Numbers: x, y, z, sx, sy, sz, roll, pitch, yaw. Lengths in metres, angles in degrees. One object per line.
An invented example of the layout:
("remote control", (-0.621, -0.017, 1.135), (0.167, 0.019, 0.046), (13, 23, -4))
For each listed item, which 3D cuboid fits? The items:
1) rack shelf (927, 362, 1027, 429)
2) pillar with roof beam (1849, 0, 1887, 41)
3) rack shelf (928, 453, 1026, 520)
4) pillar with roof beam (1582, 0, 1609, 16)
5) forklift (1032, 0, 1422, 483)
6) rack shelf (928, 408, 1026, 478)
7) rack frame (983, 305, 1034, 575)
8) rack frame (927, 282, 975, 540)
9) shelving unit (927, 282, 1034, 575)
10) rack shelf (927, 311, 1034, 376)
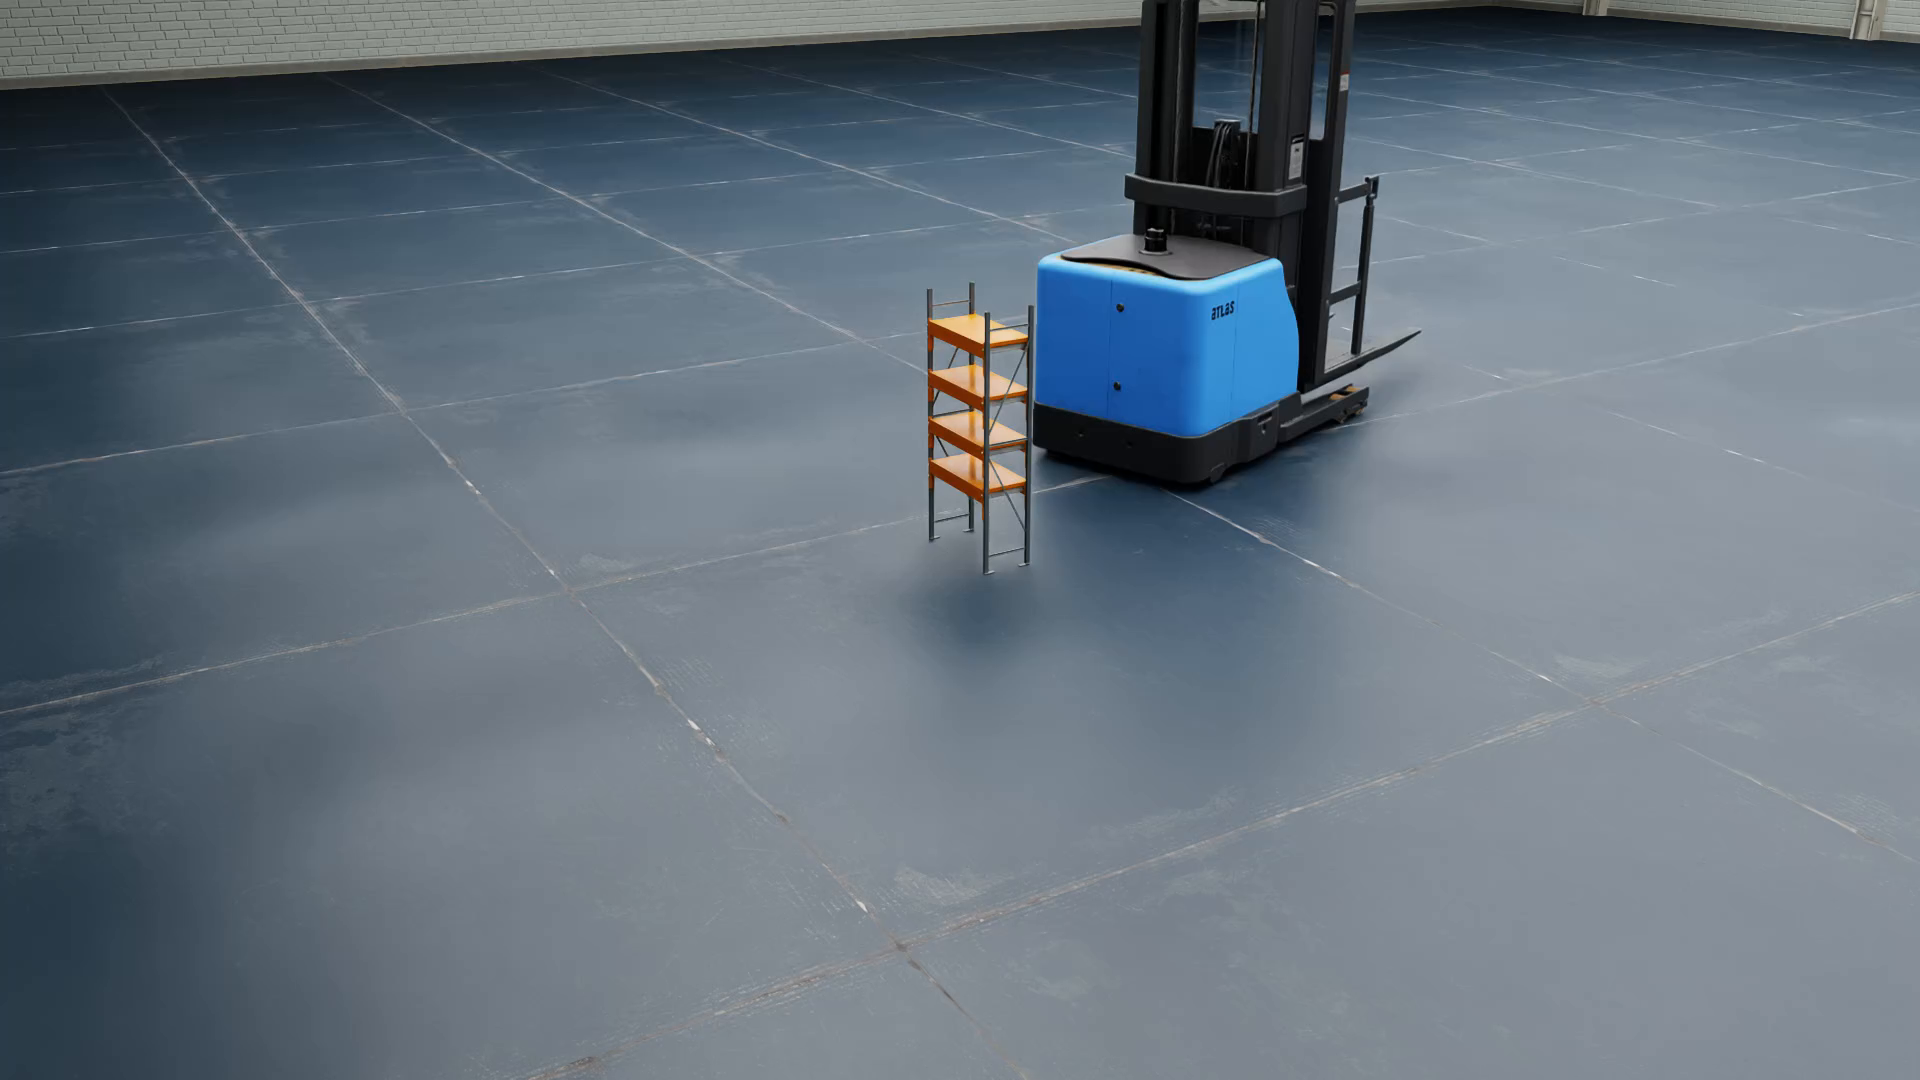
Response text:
("rack shelf", (0.085, -0.647, 7.395), (0.258, 0.148, 0.480), (-13, 25, -28))
("pillar with roof beam", (12.698, -12.422, 26.421), (9.100, 9.000, 0.400), (-13, 25, -28))
("rack shelf", (0.085, -0.256, 7.554), (0.258, 0.148, 0.480), (-13, 25, -28))
("pillar with roof beam", (9.633, -14.364, 31.199), (9.100, 9.000, 0.400), (-13, 25, -28))
("forklift", (1.703, -2.125, 9.147), (1.130, 2.935, 3.031), (17, 28, 36))
("rack shelf", (0.085, -0.440, 7.479), (0.258, 0.148, 0.480), (-13, 25, -28))
("rack frame", (0.209, -0.423, 7.259), (0.240, 1.200, 0.015), (-13, 25, -28))
("rack frame", (-0.040, -0.581, 7.648), (0.240, 1.200, 0.015), (-13, 25, -28))
("shelving unit", (0.085, -0.502, 7.454), (0.258, 1.200, 0.503), (-13, 25, -28))
("rack shelf", (0.085, -0.866, 7.306), (0.258, 0.148, 0.480), (-13, 25, -28))
